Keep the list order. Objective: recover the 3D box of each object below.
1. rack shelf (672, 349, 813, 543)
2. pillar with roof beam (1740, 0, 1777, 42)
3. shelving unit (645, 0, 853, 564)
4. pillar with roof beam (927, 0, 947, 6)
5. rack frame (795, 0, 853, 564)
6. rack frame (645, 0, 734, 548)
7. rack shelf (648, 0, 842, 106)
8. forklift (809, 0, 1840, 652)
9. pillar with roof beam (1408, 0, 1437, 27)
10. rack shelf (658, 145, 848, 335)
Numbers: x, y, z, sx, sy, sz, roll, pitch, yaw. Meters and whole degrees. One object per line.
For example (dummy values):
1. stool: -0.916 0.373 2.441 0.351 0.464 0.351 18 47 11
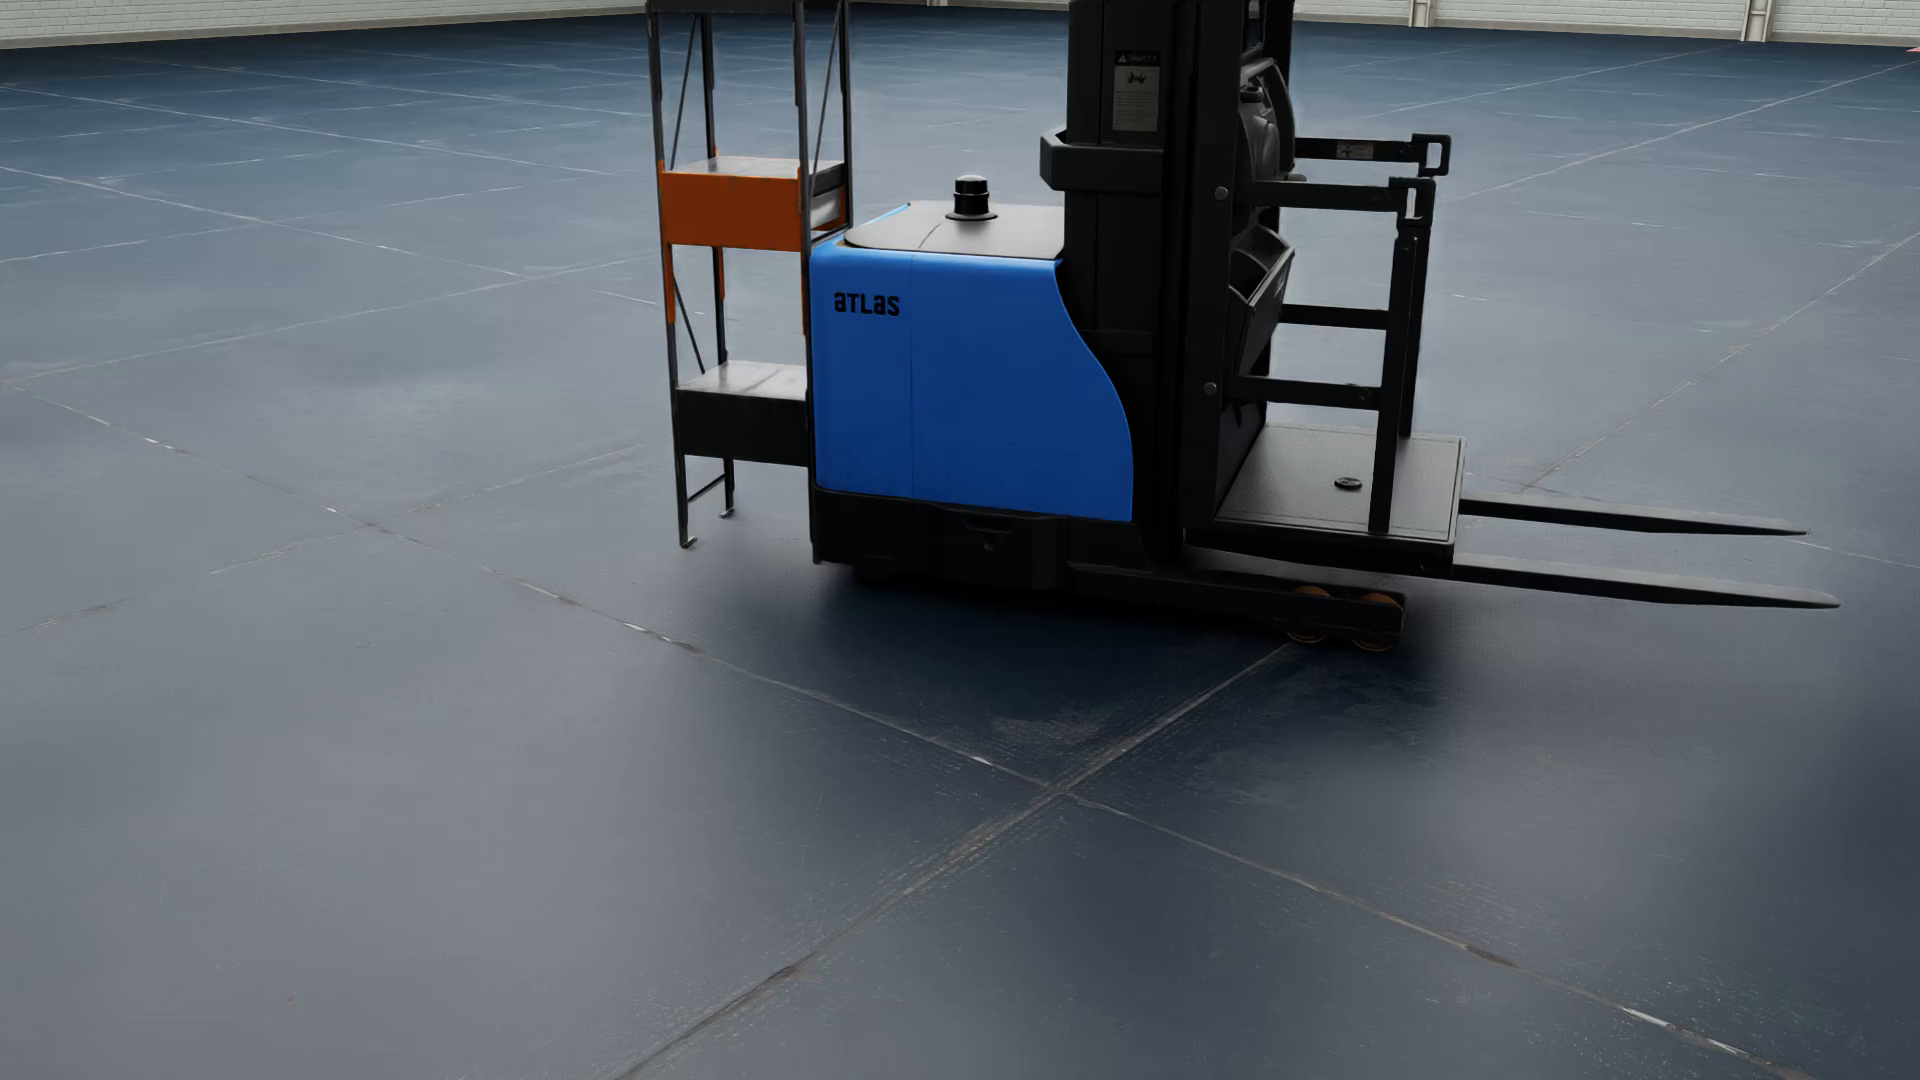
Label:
1. rack shelf: -0.652 -0.328 5.642 0.480 0.518 0.431 6 22 17
2. pillar with roof beam: 10.701 -11.460 23.360 0.400 9.000 9.100 16 26 36
3. shelving unit: -0.652 -0.996 5.390 0.503 2.100 0.431 6 22 17
4. pillar with roof beam: -3.244 -15.476 34.009 0.400 9.000 9.100 16 26 36
5. rack frame: -0.420 -0.970 5.320 0.015 2.100 0.400 6 22 17
6. rack frame: -0.884 -1.022 5.459 0.015 2.100 0.400 6 22 17
7. rack shelf: -0.652 -1.638 5.148 0.480 0.518 0.431 6 22 17
8. forklift: 1.099 -1.255 4.899 3.031 2.935 1.130 6 22 17
9. pillar with roof beam: 6.053 -12.799 26.910 0.400 9.000 9.100 16 26 36
10. rack shelf: -0.652 -0.983 5.395 0.480 0.518 0.431 6 22 17
